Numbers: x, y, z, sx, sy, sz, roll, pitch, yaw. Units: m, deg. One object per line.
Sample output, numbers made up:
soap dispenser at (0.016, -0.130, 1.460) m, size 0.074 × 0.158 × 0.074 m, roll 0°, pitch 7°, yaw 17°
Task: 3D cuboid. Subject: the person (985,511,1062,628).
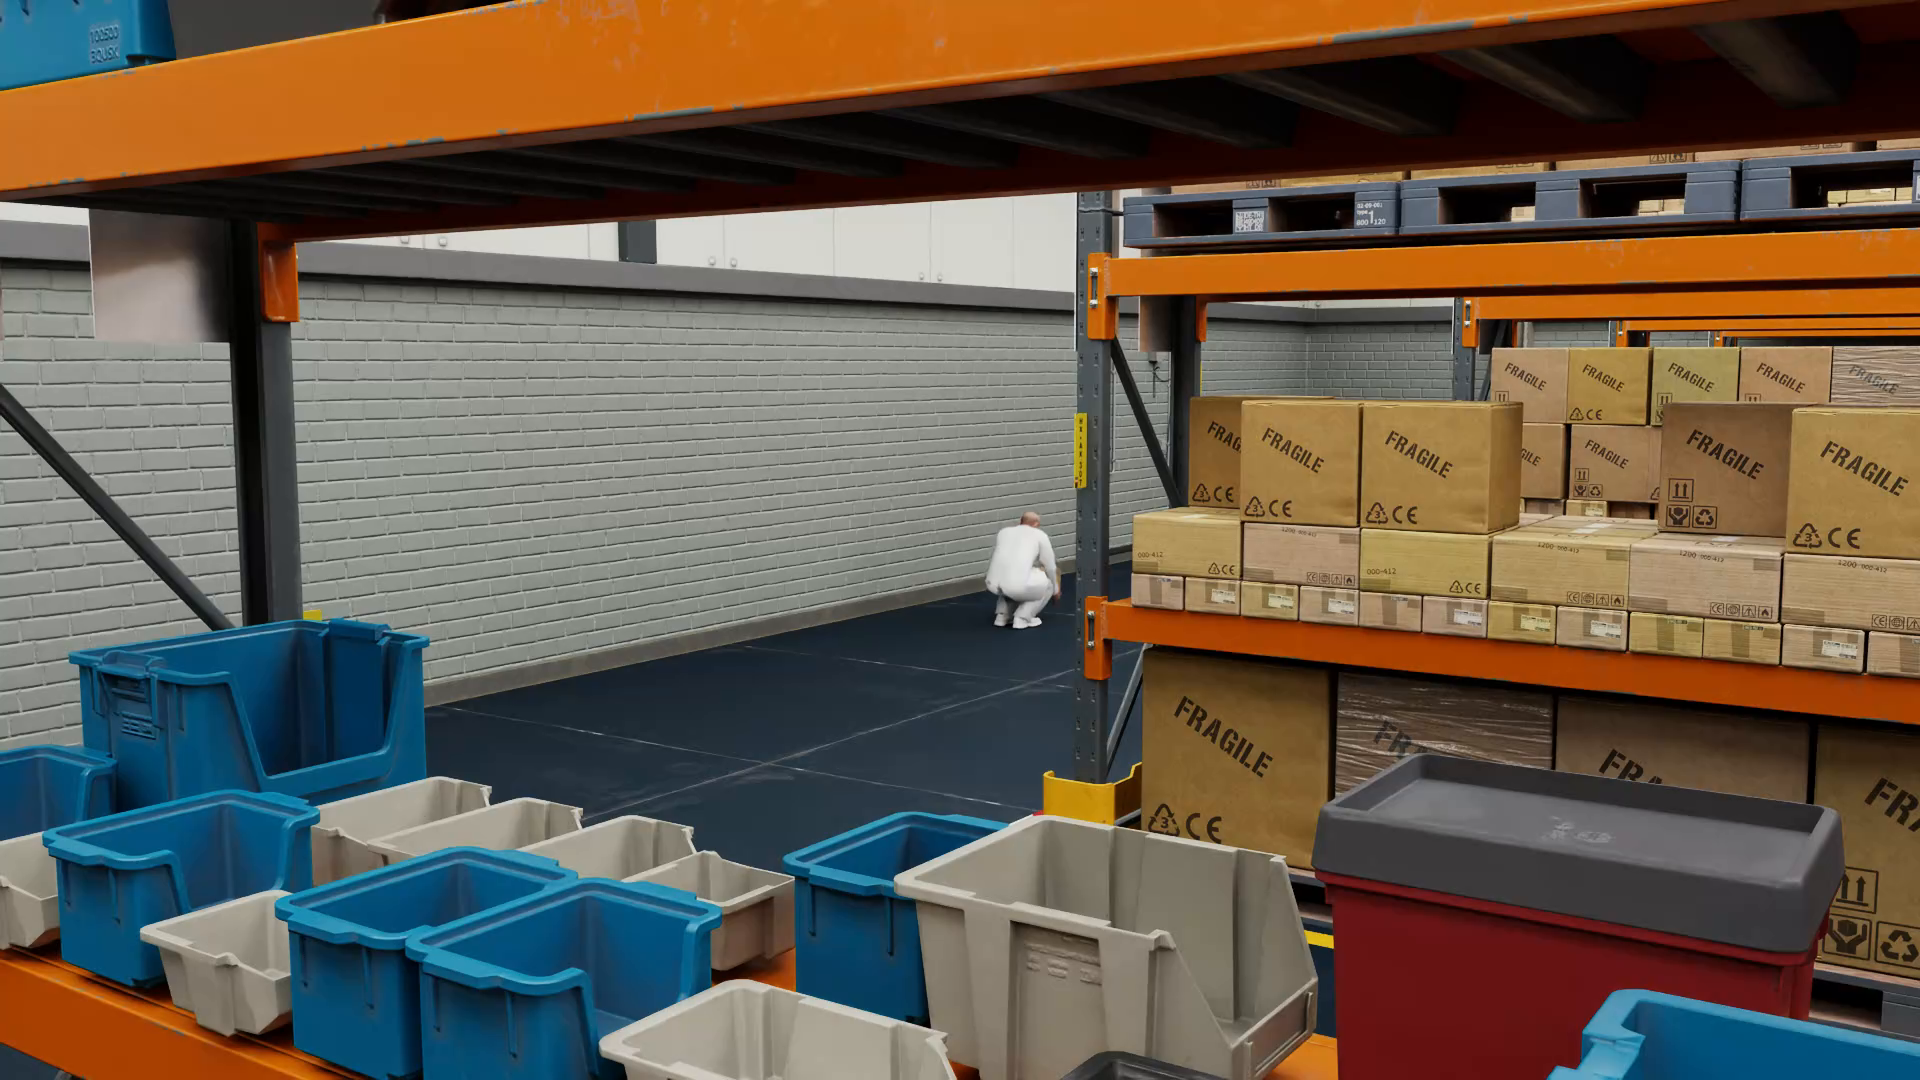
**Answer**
person at (0.568, 0.261, 14.983) m, size 0.589 × 1.004 × 0.910 m, roll 4°, pitch 7°, yaw 33°
